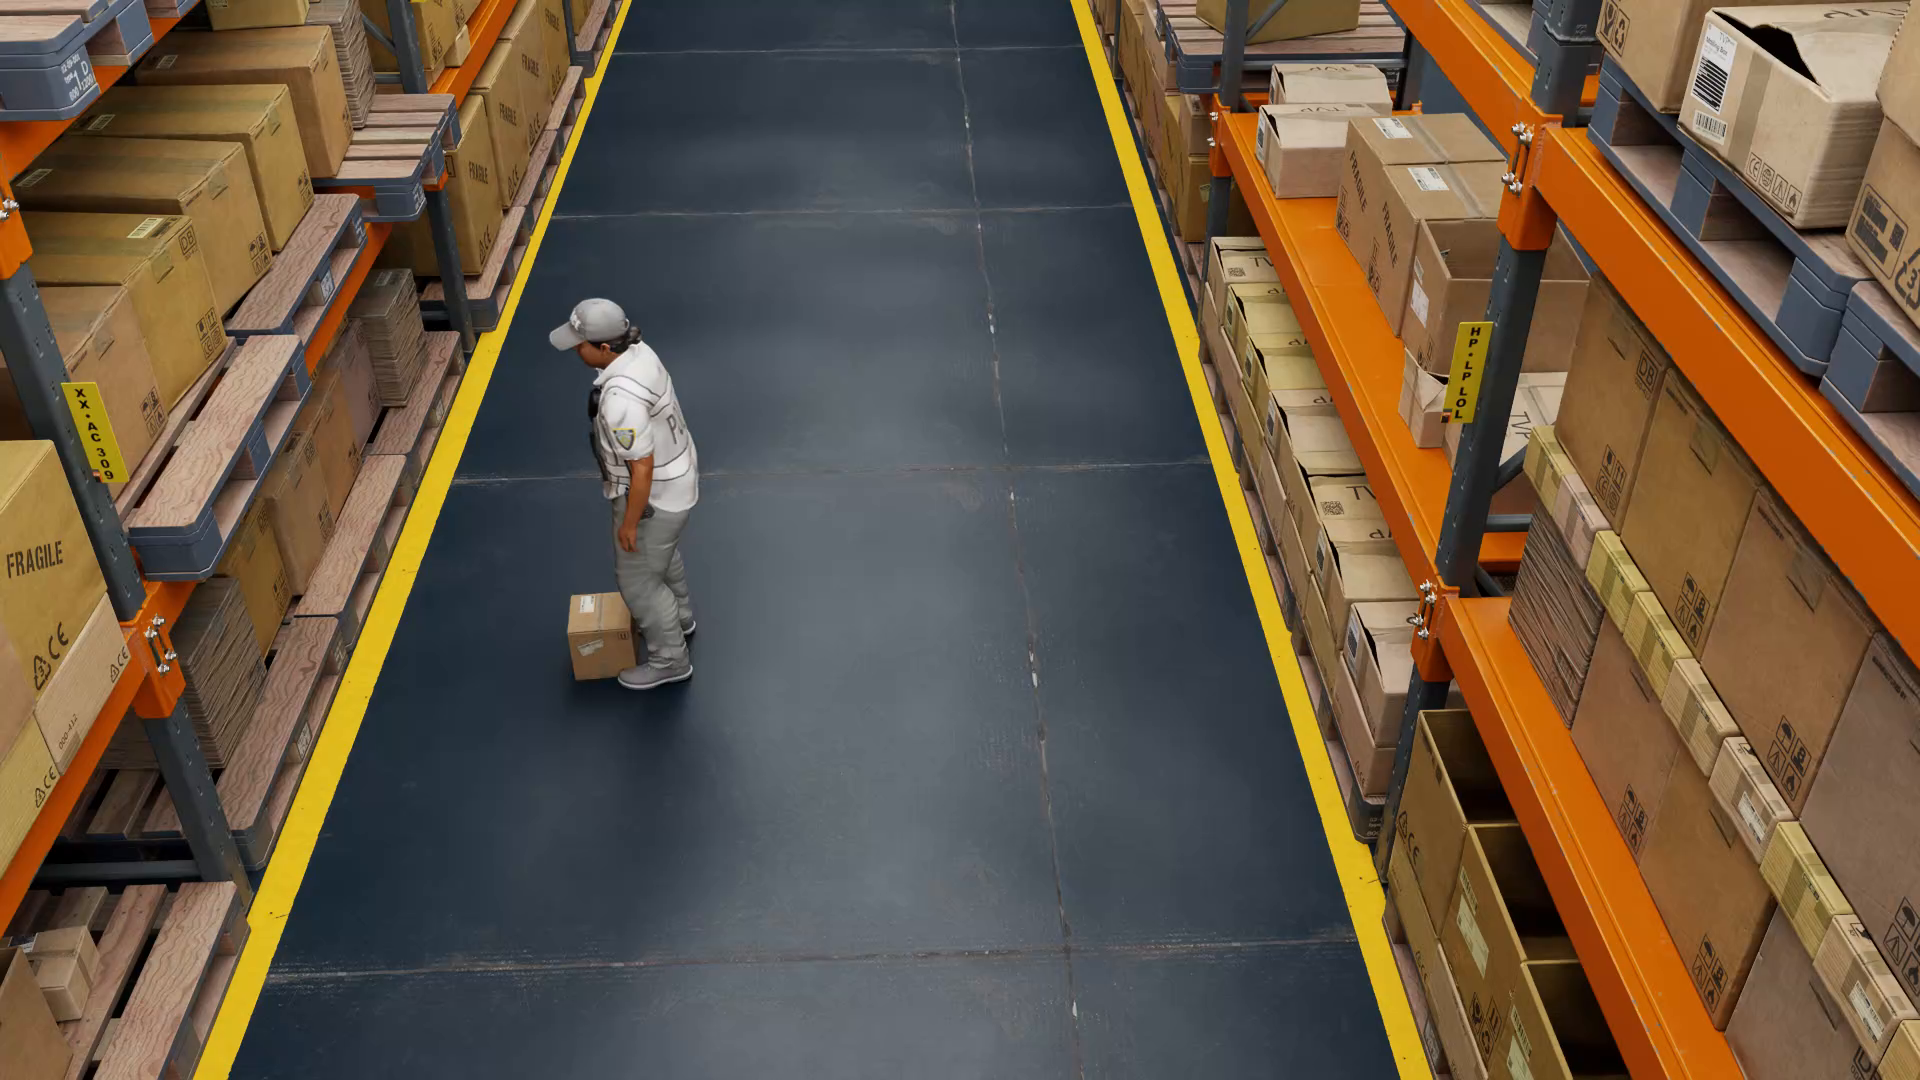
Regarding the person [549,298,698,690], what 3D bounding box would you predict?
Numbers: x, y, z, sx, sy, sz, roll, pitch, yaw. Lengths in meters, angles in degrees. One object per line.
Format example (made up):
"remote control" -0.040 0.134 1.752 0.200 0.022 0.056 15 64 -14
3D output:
"person" -1.241 -0.191 6.409 0.467 1.667 0.558 -3 36 -4
